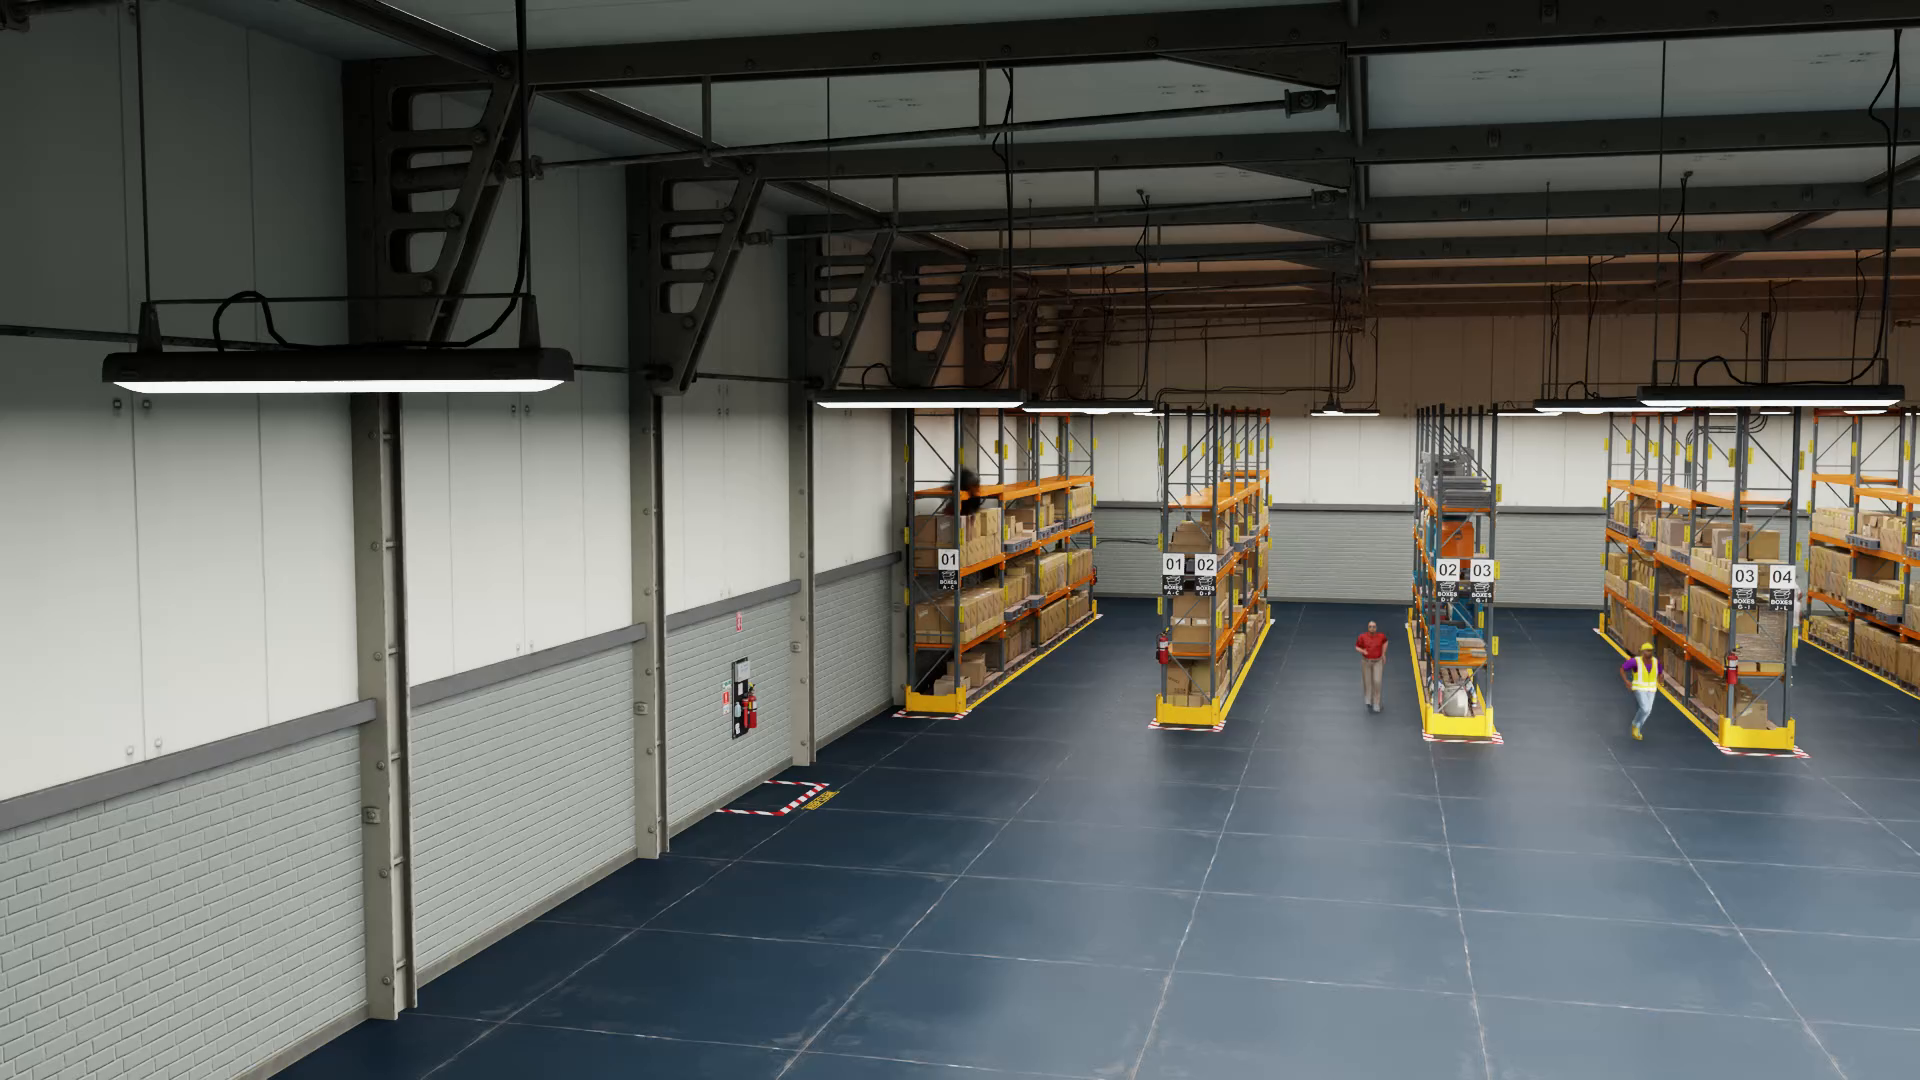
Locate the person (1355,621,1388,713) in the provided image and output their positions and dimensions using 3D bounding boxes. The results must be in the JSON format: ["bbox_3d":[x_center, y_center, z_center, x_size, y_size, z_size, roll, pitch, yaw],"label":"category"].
[{"bbox_3d":[8.123,2.468,32.856,0.608,1.767,0.909,1,4,17],"label":"person"}]

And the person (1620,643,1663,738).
[{"bbox_3d":[12.204,2.685,29.640,0.691,1.717,0.682,-1,4,-9],"label":"person"}]

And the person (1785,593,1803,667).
[{"bbox_3d":[19.376,2.037,38.907,0.669,1.758,1.106,1,4,15],"label":"person"}]

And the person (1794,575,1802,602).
[{"bbox_3d":[22.000,1.676,44.132,0.872,1.641,0.637,-1,4,-8],"label":"person"}]
